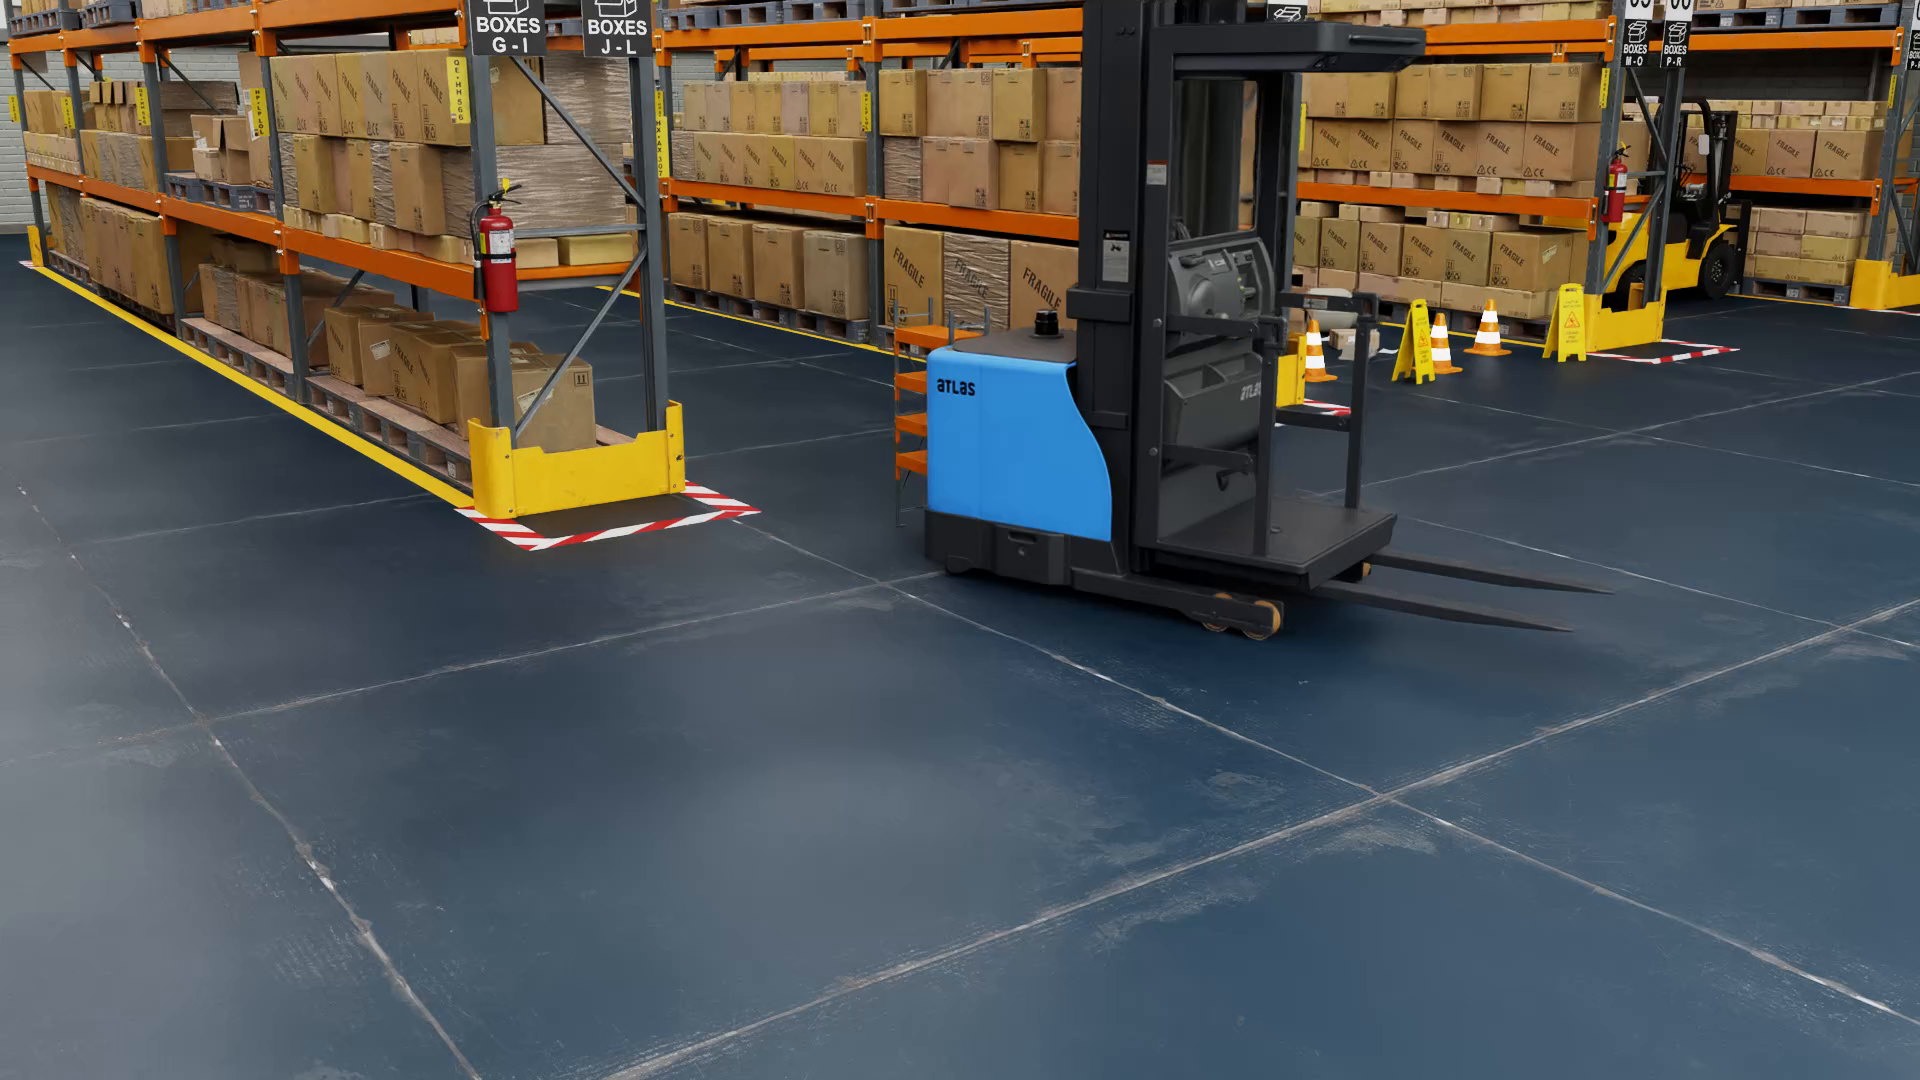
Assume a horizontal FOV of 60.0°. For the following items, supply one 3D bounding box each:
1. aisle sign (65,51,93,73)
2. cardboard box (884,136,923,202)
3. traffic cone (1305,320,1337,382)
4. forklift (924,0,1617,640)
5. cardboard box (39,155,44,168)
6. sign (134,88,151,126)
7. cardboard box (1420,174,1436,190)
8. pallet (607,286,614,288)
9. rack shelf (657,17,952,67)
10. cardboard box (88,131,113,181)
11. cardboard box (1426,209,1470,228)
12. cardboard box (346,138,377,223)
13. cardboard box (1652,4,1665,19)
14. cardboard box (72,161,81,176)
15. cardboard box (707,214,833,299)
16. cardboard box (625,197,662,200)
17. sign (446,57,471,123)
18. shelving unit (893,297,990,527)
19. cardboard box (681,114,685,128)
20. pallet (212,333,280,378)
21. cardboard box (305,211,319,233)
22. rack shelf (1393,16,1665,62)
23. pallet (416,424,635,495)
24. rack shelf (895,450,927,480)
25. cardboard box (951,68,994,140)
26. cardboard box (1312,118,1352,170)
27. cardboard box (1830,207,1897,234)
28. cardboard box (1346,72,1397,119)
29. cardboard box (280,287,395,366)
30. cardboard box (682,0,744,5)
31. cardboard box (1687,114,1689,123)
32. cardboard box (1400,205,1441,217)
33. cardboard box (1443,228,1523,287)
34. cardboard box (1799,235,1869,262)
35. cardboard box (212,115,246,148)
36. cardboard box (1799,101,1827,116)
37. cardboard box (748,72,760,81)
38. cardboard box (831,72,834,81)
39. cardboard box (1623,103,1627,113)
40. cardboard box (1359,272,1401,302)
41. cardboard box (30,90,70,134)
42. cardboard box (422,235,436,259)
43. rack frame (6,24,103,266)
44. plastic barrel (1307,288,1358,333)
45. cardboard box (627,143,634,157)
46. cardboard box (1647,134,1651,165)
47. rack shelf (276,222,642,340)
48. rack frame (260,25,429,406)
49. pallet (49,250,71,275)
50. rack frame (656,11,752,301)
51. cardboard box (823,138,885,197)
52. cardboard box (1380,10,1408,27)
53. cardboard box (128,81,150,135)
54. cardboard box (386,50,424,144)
[{"bbox_3d":[-11.301,-6.395,21.334,0.394,0.787,0.004,-11,19,-35],"label":"aisle sign"},{"bbox_3d":[-0.148,-3.260,14.521,0.875,0.550,0.550,-11,19,-35],"label":"cardboard box"},{"bbox_3d":[2.814,-1.521,13.256,0.336,0.463,0.334,-11,19,-35],"label":"traffic cone"},{"bbox_3d":[1.328,-1.149,7.221,3.031,2.935,1.130,10,18,34],"label":"forklift"},{"bbox_3d":[-10.954,-4.612,20.219,0.380,0.149,0.250,-11,19,-36],"label":"cardboard box"},{"bbox_3d":[-7.245,-3.842,14.739,0.100,0.325,0.005,-11,19,-35],"label":"sign"},{"bbox_3d":[4.646,-3.455,15.995,0.380,0.149,0.250,-11,19,-35],"label":"cardboard box"},{"bbox_3d":[-3.898,-3.201,19.873,1.003,0.211,1.213,-11,19,-35],"label":"pallet"},{"bbox_3d":[-1.550,-4.792,16.082,1.077,0.370,4.000,-11,19,-35],"label":"rack shelf"},{"bbox_3d":[-8.785,-4.029,17.424,0.500,0.500,0.500,-11,19,-34],"label":"cardboard box"},{"bbox_3d":[4.671,-3.061,15.841,0.380,0.149,0.250,-10,18,-32],"label":"cardboard box"},{"bbox_3d":[-3.330,-2.286,10.493,0.875,0.500,0.500,-11,19,-35],"label":"cardboard box"},{"bbox_3d":[5.990,-4.647,14.668,0.380,0.149,0.250,-11,19,-34],"label":"cardboard box"},{"bbox_3d":[-9.594,-4.118,18.415,0.380,0.149,0.250,-11,19,-34],"label":"cardboard box"},{"bbox_3d":[-1.924,-2.906,16.978,1.050,0.750,0.750,-11,19,-34],"label":"cardboard box"},{"bbox_3d":[-3.822,-3.989,19.989,0.500,0.250,0.500,-12,19,-37],"label":"cardboard box"},{"bbox_3d":[-2.555,-2.291,8.474,0.100,0.325,0.005,-11,19,-35],"label":"sign"},{"bbox_3d":[-0.097,-0.614,8.547,0.258,1.200,0.503,-11,19,-35],"label":"shelving unit"},{"bbox_3d":[-2.844,-4.617,18.316,0.380,0.149,0.250,-11,19,-34],"label":"cardboard box"},{"bbox_3d":[-5.626,-1.598,14.016,1.003,0.211,1.213,-11,19,-35],"label":"pallet"},{"bbox_3d":[-4.257,-2.198,11.401,0.380,0.149,0.250,-11,19,-35],"label":"cardboard box"},{"bbox_3d":[4.746,-4.727,15.847,1.077,0.370,4.000,-11,19,-35],"label":"rack shelf"},{"bbox_3d":[-2.588,-0.513,10.049,1.003,0.211,1.213,-11,19,-35],"label":"pallet"},{"bbox_3d":[-0.097,-0.358,8.617,0.258,0.148,0.480,-11,19,-35],"label":"rack shelf"},{"bbox_3d":[0.439,-3.538,13.490,0.875,0.550,0.550,-11,19,-35],"label":"cardboard box"},{"bbox_3d":[3.918,-4.006,16.776,0.500,0.500,0.500,-11,19,-35],"label":"cardboard box"},{"bbox_3d":[9.806,-3.462,18.063,0.500,0.250,0.500,-11,19,-35],"label":"cardboard box"},{"bbox_3d":[4.210,-4.377,16.240,0.700,0.500,0.500,-11,19,-36],"label":"cardboard box"},{"bbox_3d":[-4.789,-1.657,12.851,0.700,0.500,0.500,-13,20,-39],"label":"cardboard box"},{"bbox_3d":[-2.478,-5.585,16.801,0.500,0.311,0.500,-11,19,-34],"label":"cardboard box"},{"bbox_3d":[8.287,-4.800,19.015,0.380,0.149,0.250,-12,19,-36],"label":"cardboard box"},{"bbox_3d":[6.374,-4.320,22.380,0.875,0.625,0.625,-12,19,-37],"label":"cardboard box"},{"bbox_3d":[4.931,-2.680,15.679,0.500,0.500,0.500,-10,18,-33],"label":"cardboard box"},{"bbox_3d":[9.396,-3.145,17.850,0.500,0.250,0.500,-11,19,-35],"label":"cardboard box"},{"bbox_3d":[-6.039,-3.409,14.363,0.700,0.500,0.500,-8,17,-26],"label":"cardboard box"},{"bbox_3d":[9.208,-4.620,17.791,0.380,0.149,0.250,-10,18,-33],"label":"cardboard box"},{"bbox_3d":[-3.059,-7.170,25.779,0.380,0.149,0.250,-12,19,-36],"label":"cardboard box"},{"bbox_3d":[-1.639,-6.696,24.046,0.380,0.149,0.250,-10,18,-33],"label":"cardboard box"},{"bbox_3d":[7.915,-5.121,19.625,0.380,0.149,0.250,-11,19,-36],"label":"cardboard box"},{"bbox_3d":[4.336,-2.538,16.580,0.500,0.250,0.500,-11,19,-35],"label":"cardboard box"},{"bbox_3d":[-10.834,-5.151,20.014,0.500,0.500,0.500,-11,19,-36],"label":"cardboard box"},{"bbox_3d":[-2.898,-1.725,9.671,0.380,0.149,0.250,-11,19,-35],"label":"cardboard box"},{"bbox_3d":[-11.501,-5.079,21.451,1.000,3.000,0.127,-11,19,-35],"label":"rack frame"},{"bbox_3d":[3.483,-2.164,15.681,0.512,0.421,0.421,1,15,4],"label":"plastic barrel"},{"bbox_3d":[-3.388,-4.234,18.045,0.380,0.149,0.250,-10,18,-34],"label":"cardboard box"},{"bbox_3d":[8.251,-4.522,19.227,0.500,0.500,0.500,-11,19,-35],"label":"cardboard box"},{"bbox_3d":[-3.270,-1.742,10.623,1.077,0.370,4.000,-11,19,-35],"label":"rack shelf"},{"bbox_3d":[-4.446,-2.516,12.088,1.000,3.000,0.127,-11,19,-35],"label":"rack frame"},{"bbox_3d":[-10.968,-3.575,21.239,1.003,0.211,1.213,-11,19,-35],"label":"pallet"},{"bbox_3d":[-2.726,-4.119,17.943,1.000,3.000,0.127,-11,19,-35],"label":"rack frame"},{"bbox_3d":[-0.897,-3.383,15.065,0.500,0.500,0.500,-11,19,-35],"label":"cardboard box"},{"bbox_3d":[4.242,-4.987,15.908,0.380,0.149,0.250,-11,19,-36],"label":"cardboard box"},{"bbox_3d":[-7.595,-4.201,16.153,0.797,0.503,0.637,-10,18,-33],"label":"cardboard box"},{"bbox_3d":[-2.916,-2.521,9.459,0.500,0.500,0.500,-11,19,-35],"label":"cardboard box"}]
